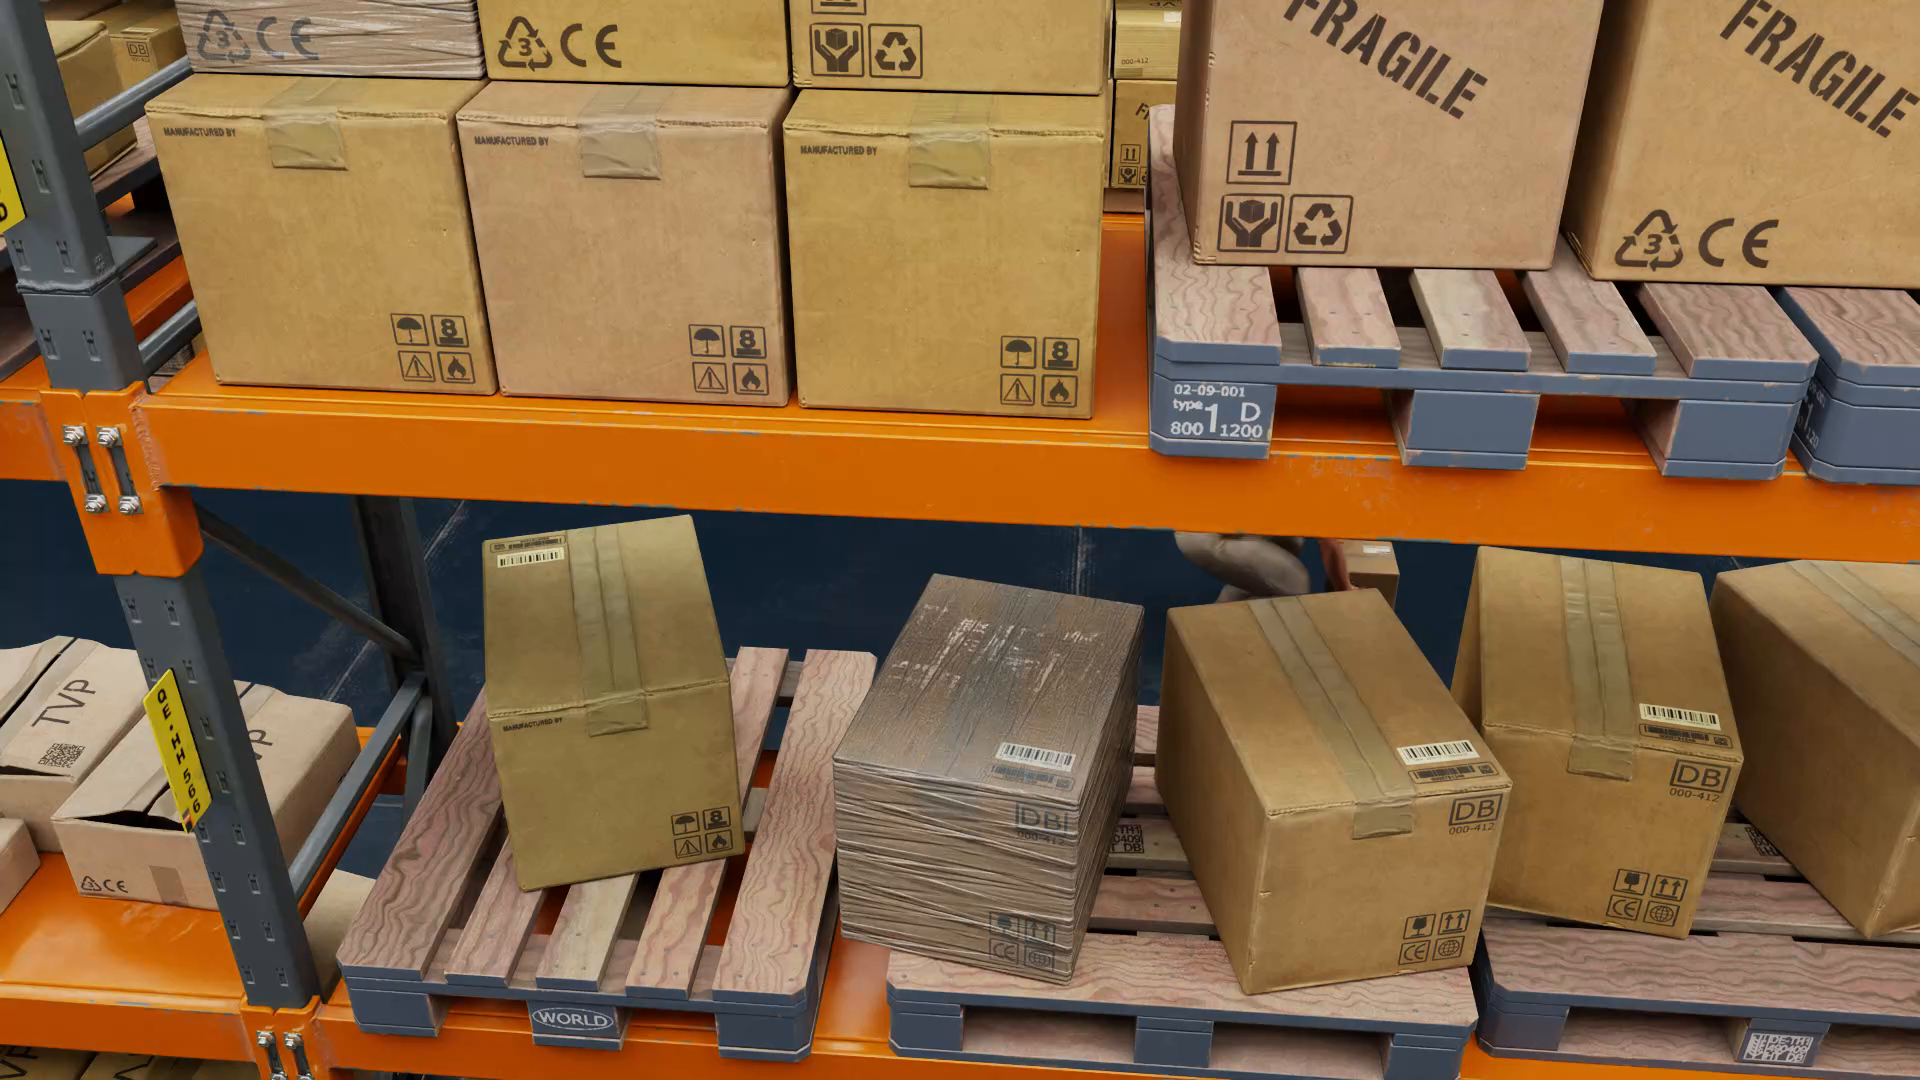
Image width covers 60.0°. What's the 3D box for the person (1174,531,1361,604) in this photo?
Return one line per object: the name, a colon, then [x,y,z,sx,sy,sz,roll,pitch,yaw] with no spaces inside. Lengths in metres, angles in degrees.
person: [1.281,-0.056,6.825,0.820,1.120,0.576,2,32,4]
